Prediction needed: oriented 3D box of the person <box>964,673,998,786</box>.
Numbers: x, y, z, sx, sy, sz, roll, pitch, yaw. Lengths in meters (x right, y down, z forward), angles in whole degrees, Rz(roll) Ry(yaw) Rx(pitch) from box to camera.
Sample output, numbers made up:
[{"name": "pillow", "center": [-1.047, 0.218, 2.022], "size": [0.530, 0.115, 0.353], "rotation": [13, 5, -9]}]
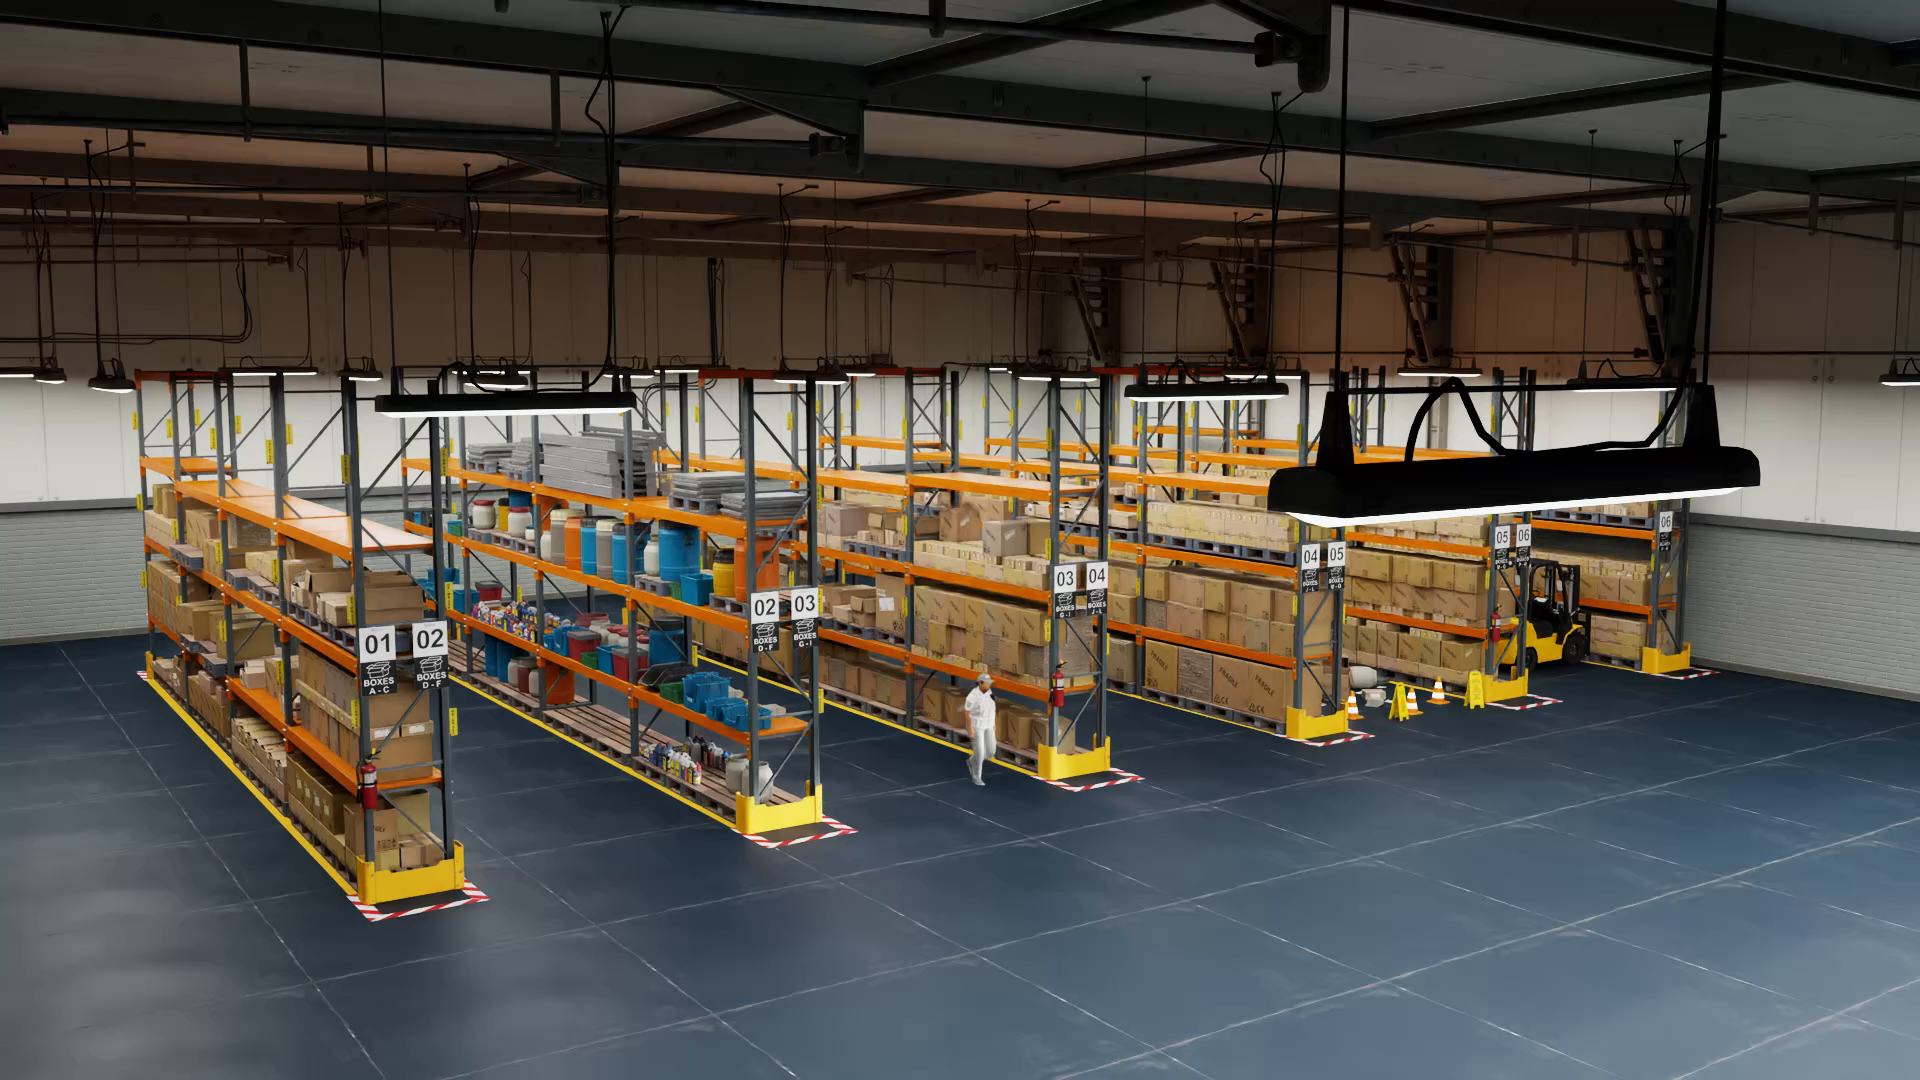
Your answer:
[{"name": "person", "center": [0.276, 2.763, 24.529], "size": [0.560, 1.648, 0.573], "rotation": [-6, 9, -42]}]

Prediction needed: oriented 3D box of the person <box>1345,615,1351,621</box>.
[{"name": "person", "center": [8.848, 1.270, 37.542], "size": [0.405, 1.675, 0.477], "rotation": [3, 7, 27]}]
